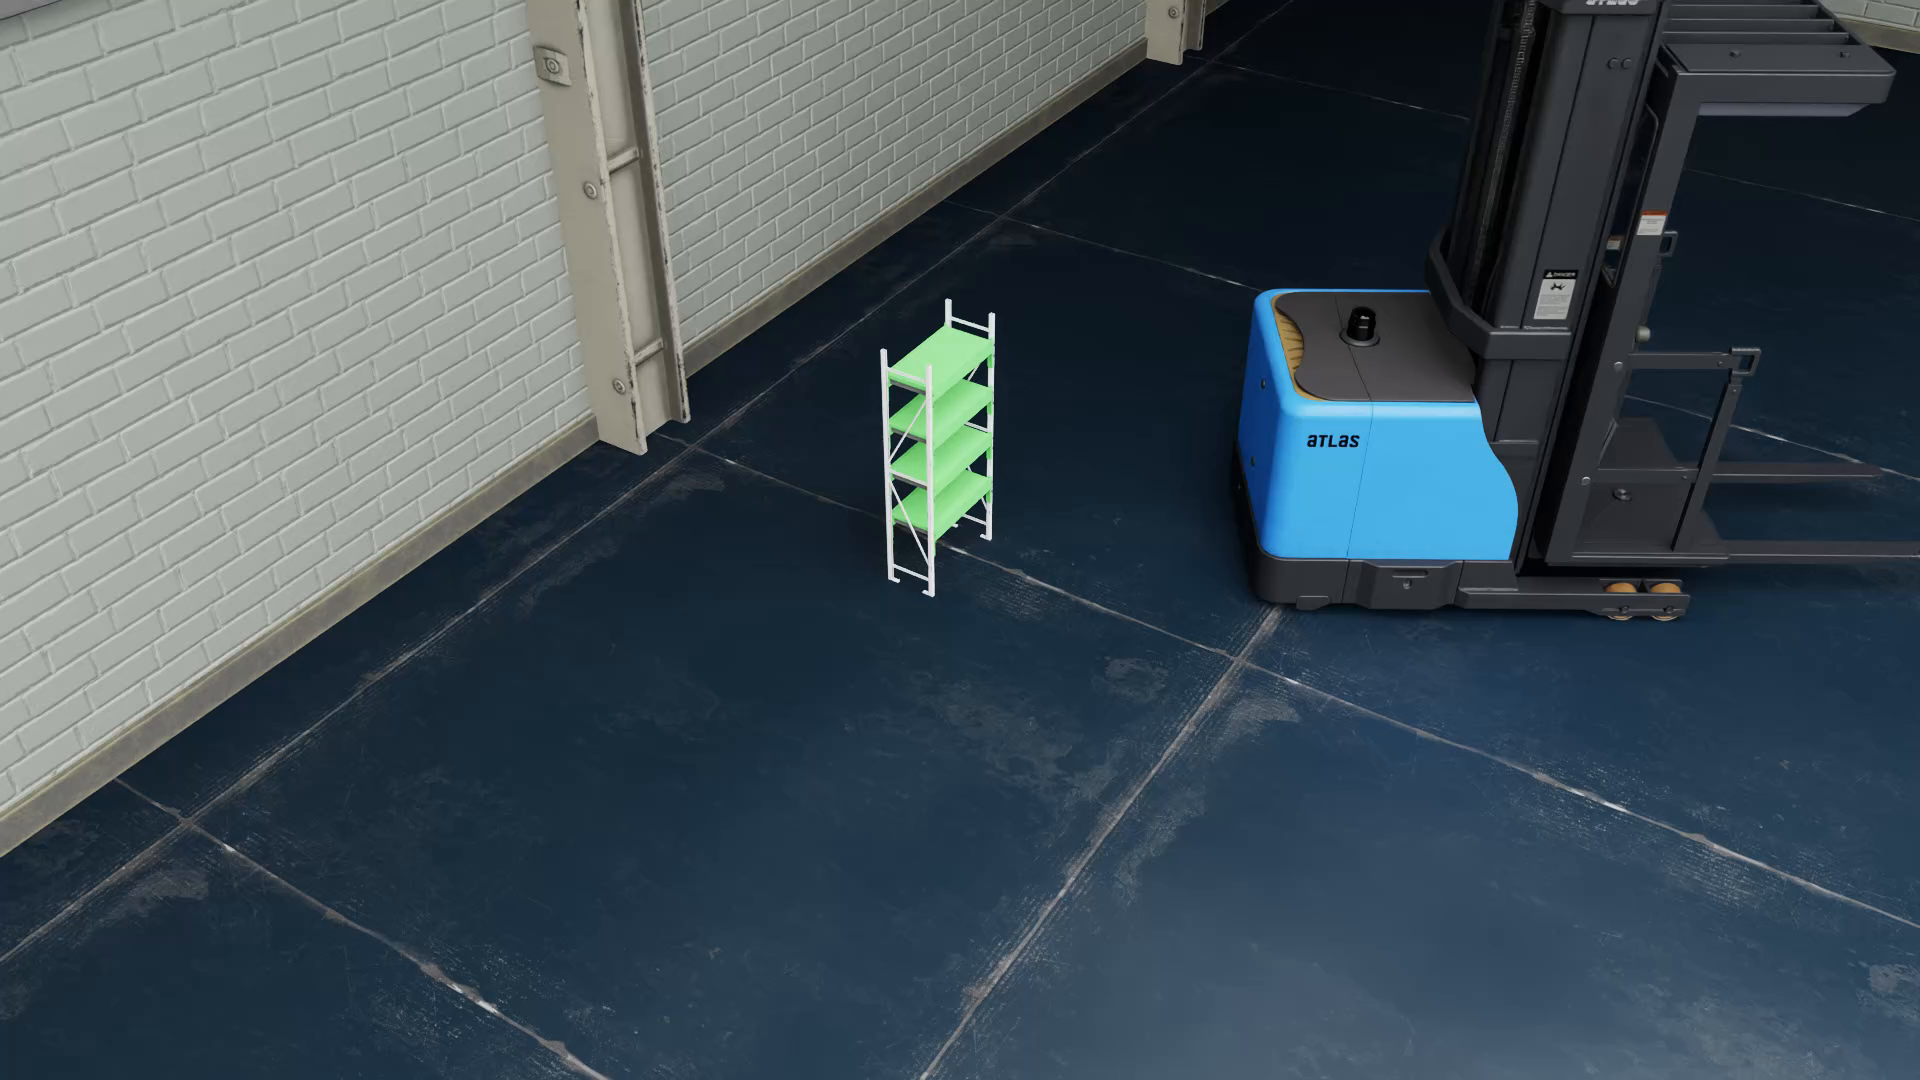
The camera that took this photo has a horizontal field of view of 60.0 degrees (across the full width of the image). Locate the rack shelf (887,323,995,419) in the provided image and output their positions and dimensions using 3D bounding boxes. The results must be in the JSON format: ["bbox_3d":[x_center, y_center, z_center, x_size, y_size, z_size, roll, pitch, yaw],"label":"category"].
[{"bbox_3d":[-0.089,-0.719,7.019,0.258,0.148,0.480,21,42,25],"label":"rack shelf"}]

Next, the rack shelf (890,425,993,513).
[{"bbox_3d":[-0.089,-0.339,7.312,0.258,0.148,0.480,21,42,25],"label":"rack shelf"}]

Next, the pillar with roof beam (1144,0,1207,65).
[{"bbox_3d":[5.233,-5.822,7.932,9.100,9.000,0.400,21,42,25],"label":"pillar with roof beam"}]

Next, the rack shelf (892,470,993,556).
[{"bbox_3d":[-0.089,-0.149,7.459,0.258,0.148,0.480,21,42,25],"label":"rack shelf"}]

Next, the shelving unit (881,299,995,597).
[{"bbox_3d":[-0.089,-0.390,7.273,0.258,1.200,0.503,21,42,25],"label":"shelving unit"}]

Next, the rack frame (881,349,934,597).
[{"bbox_3d":[-0.219,-0.264,7.110,0.240,1.200,0.015,21,42,25],"label":"rack frame"}]

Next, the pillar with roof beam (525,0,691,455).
[{"bbox_3d":[2.018,-2.729,3.919,9.100,9.000,0.400,21,42,25],"label":"pillar with roof beam"}]

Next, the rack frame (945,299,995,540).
[{"bbox_3d":[0.042,-0.516,7.436,0.240,1.200,0.015,21,42,25],"label":"rack frame"}]

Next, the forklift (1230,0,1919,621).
[{"bbox_3d":[2.811,-1.136,6.823,3.031,2.935,1.130,0,38,1],"label":"forklift"}]

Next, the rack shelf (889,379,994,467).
[{"bbox_3d":[-0.089,-0.529,7.165,0.258,0.148,0.480,21,42,25],"label":"rack shelf"}]
